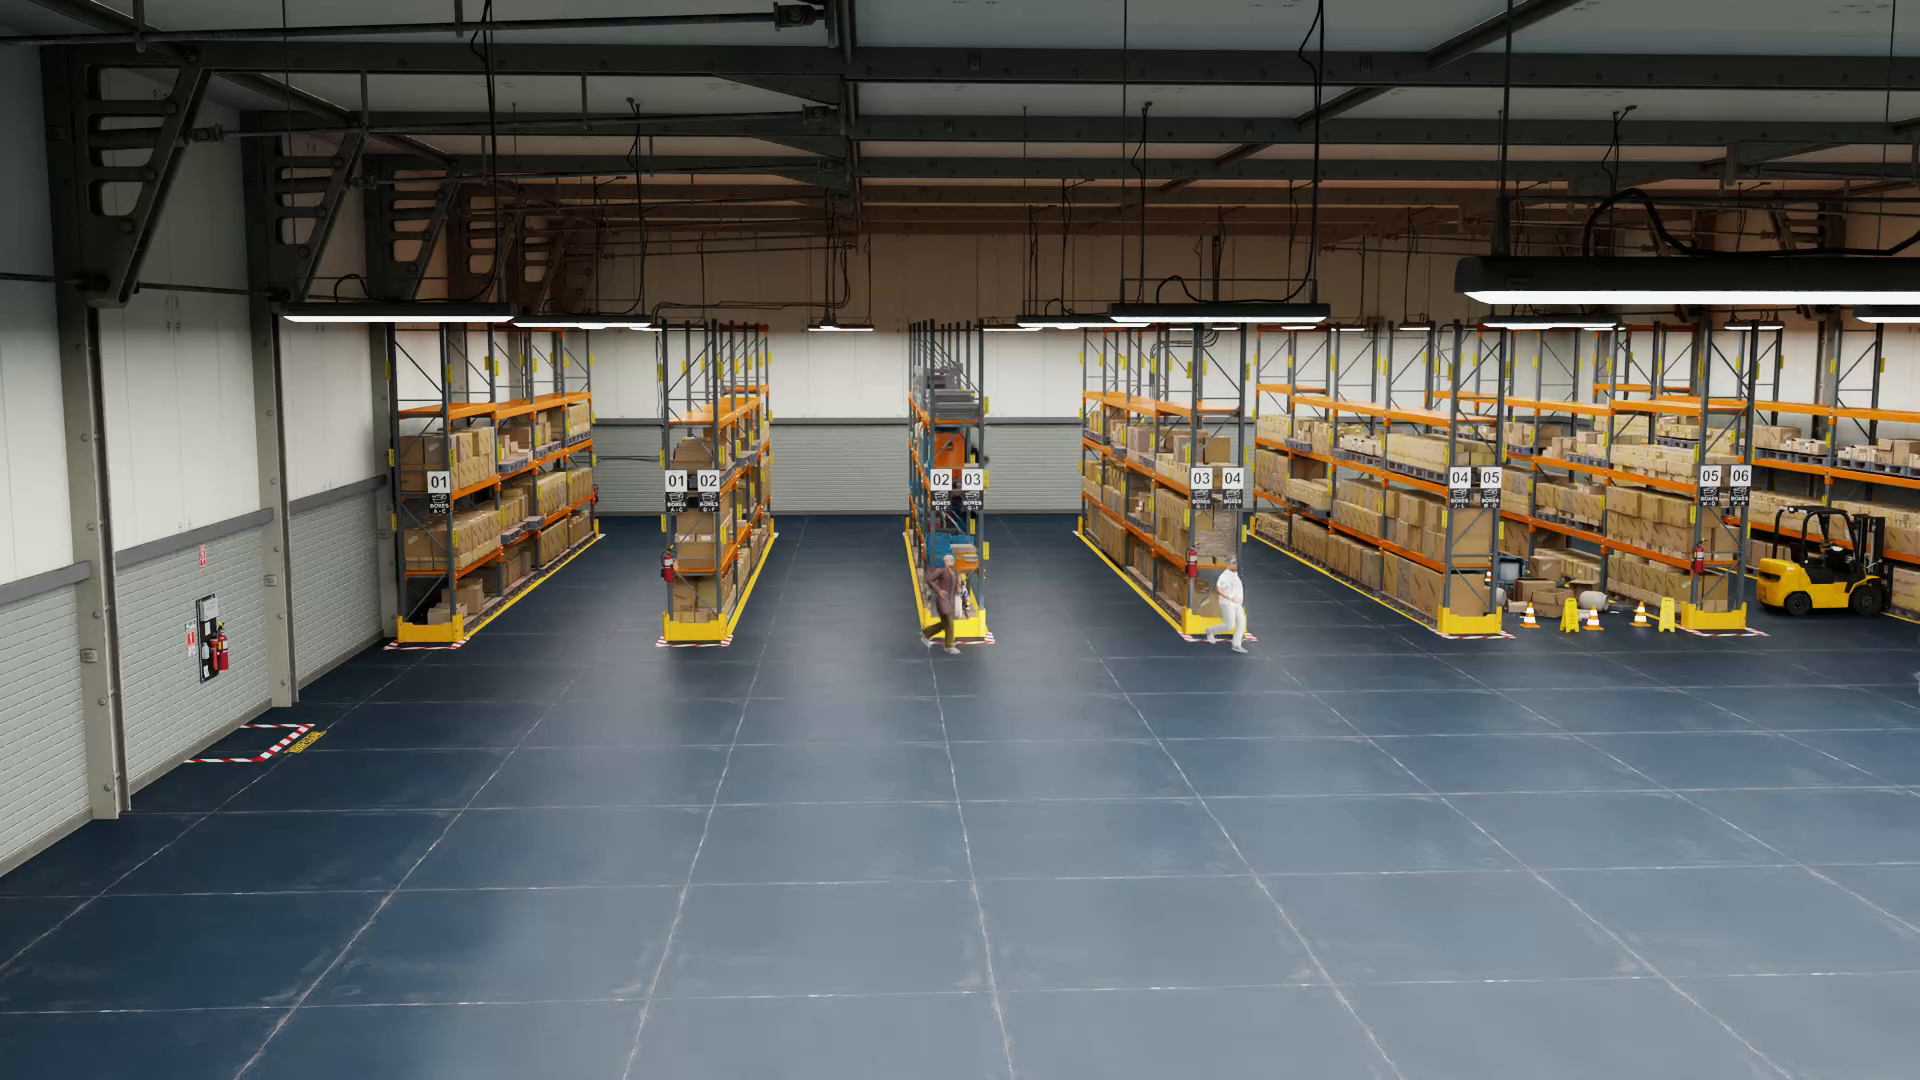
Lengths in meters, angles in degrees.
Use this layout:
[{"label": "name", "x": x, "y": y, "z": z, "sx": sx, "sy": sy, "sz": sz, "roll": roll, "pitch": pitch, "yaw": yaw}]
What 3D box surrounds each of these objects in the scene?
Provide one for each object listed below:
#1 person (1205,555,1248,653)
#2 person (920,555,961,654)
[{"label": "person", "x": 4.880, "y": 1.149, "z": 30.174, "sx": 0.832, "sy": 1.769, "sz": 0.680, "roll": 5, "pitch": 9, "yaw": 37}, {"label": "person", "x": -0.273, "y": 1.144, "z": 30.251, "sx": 0.944, "sy": 1.770, "sz": 0.748, "roll": 5, "pitch": 8, "yaw": 34}]
